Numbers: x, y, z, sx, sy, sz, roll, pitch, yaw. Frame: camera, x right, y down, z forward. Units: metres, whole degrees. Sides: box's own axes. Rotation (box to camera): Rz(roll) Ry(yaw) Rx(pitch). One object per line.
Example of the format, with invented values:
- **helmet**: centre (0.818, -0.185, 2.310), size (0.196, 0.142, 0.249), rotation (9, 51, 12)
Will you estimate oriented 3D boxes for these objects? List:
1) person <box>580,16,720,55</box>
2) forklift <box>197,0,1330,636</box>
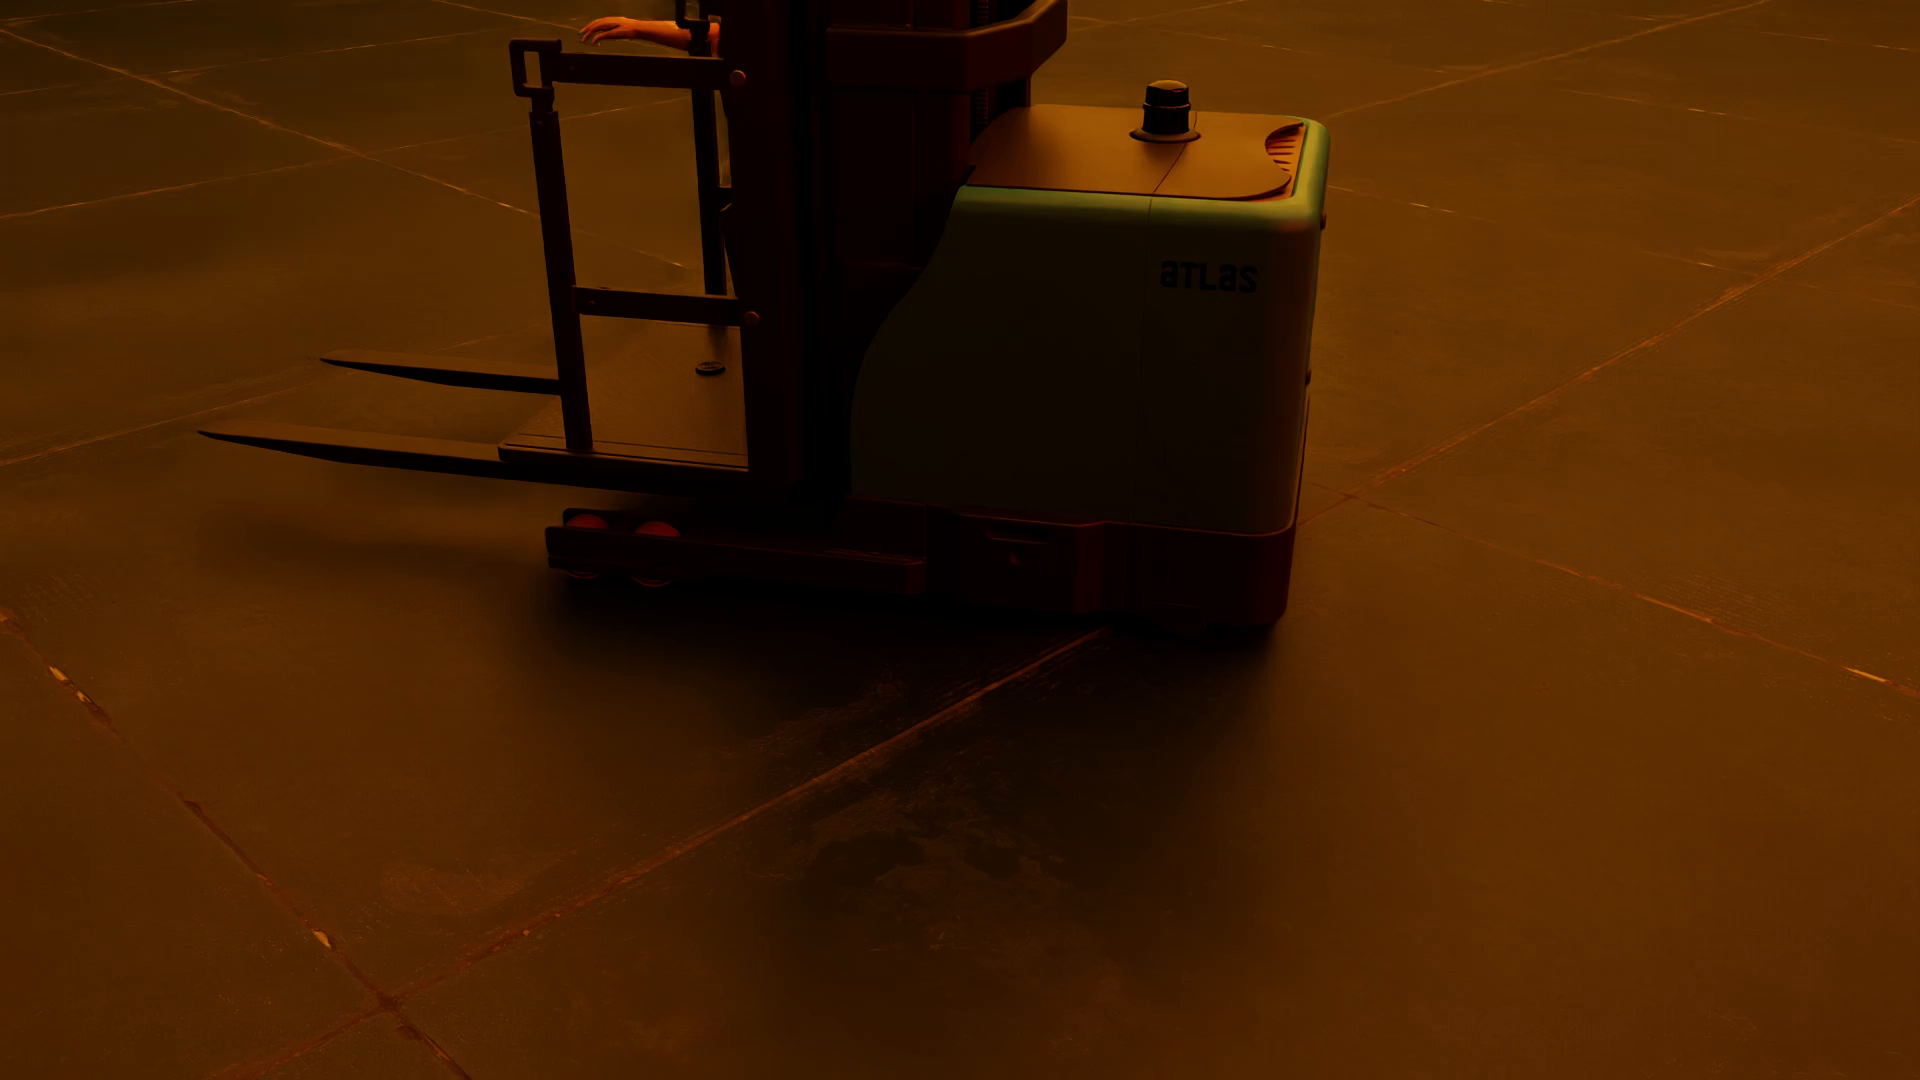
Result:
- **person**: centre (-0.748, -1.402, 5.688), size (1.108, 1.599, 0.860), rotation (-10, 28, -19)
- **forklift**: centre (-0.590, -1.413, 4.095), size (3.031, 2.935, 1.130), rotation (6, 27, 12)
